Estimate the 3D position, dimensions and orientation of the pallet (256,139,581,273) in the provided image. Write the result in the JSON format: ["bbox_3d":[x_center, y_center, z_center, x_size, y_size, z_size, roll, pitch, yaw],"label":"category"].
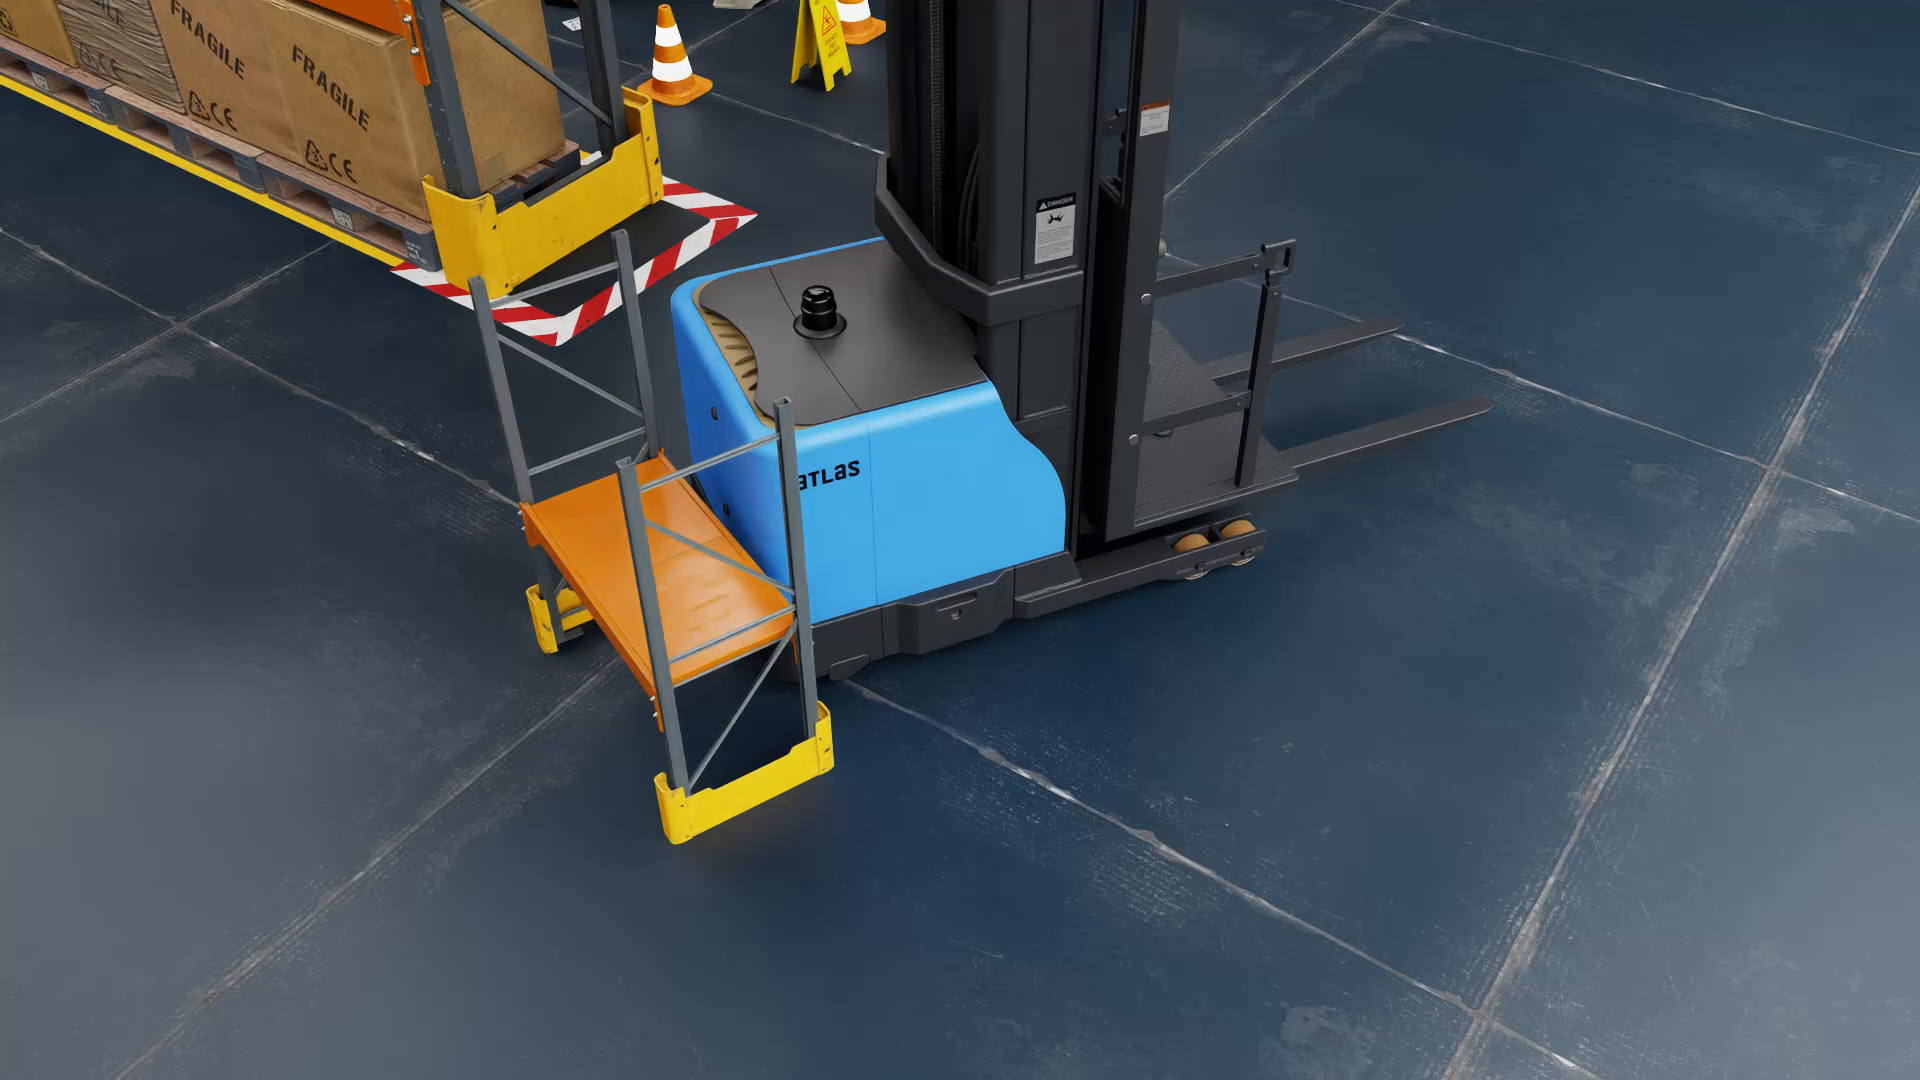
[{"bbox_3d":[-2.617,-1.797,8.100,1.213,0.211,1.003,25,48,25],"label":"pallet"}]

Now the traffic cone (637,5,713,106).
[{"bbox_3d":[-1.537,-2.606,8.815,0.334,0.463,0.336,25,48,25],"label":"traffic cone"}]

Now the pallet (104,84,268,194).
[{"bbox_3d":[-3.611,-2.264,8.622,1.213,0.211,1.003,25,48,25],"label":"pallet"}]

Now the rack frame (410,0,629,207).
[{"bbox_3d":[-1.917,-2.573,6.875,0.127,3.000,1.000,25,48,25],"label":"rack frame"}]

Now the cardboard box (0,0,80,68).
[{"bbox_3d":[-4.717,-3.190,8.844,0.875,0.875,0.875,26,48,26],"label":"cardboard box"}]

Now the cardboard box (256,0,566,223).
[{"bbox_3d":[-2.510,-2.161,7.694,0.875,0.875,0.875,25,48,26],"label":"cardboard box"}]

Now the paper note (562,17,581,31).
[{"bbox_3d":[-2.192,-2.977,9.555,0.144,0.017,0.142,-25,48,-25],"label":"paper note"}]

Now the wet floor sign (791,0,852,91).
[{"bbox_3d":[-0.757,-2.765,8.856,0.232,0.644,0.267,17,45,18],"label":"wet floor sign"}]

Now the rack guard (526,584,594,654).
[{"bbox_3d":[-1.222,0.178,5.863,0.587,0.250,0.087,-24,47,-24],"label":"rack guard"}]

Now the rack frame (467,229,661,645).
[{"bbox_3d":[-1.223,-0.288,5.447,0.500,1.500,0.032,-24,47,-24],"label":"rack frame"}]

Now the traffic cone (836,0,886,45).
[{"bbox_3d":[-0.609,-3.092,9.359,0.334,0.463,0.336,25,48,25],"label":"traffic cone"}]

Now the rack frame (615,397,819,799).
[{"bbox_3d":[-0.660,0.277,4.816,0.500,1.500,0.032,-24,47,-24],"label":"rack frame"}]

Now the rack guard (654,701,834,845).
[{"bbox_3d":[-0.671,0.732,5.245,0.587,0.250,0.087,-24,47,-24],"label":"rack guard"}]

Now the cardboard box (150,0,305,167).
[{"bbox_3d":[-3.232,-2.497,8.069,0.875,0.875,0.875,24,47,25],"label":"cardboard box"}]

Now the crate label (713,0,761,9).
[{"bbox_3d":[-1.289,-3.238,9.766,0.298,0.136,0.250,3,42,4],"label":"crate label"}]

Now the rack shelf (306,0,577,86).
[{"bbox_3d":[-3.555,-3.070,7.971,4.000,0.370,1.077,25,48,25],"label":"rack shelf"}]

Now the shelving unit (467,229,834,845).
[{"bbox_3d":[-0.947,-0.011,5.137,0.587,1.500,1.083,-24,47,-24],"label":"shelving unit"}]

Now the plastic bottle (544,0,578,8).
[{"bbox_3d":[-2.350,-3.196,9.776,0.283,0.061,0.133,10,43,11],"label":"plastic bottle"}]

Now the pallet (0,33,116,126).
[{"bbox_3d":[-4.614,-2.731,9.144,1.213,0.211,1.003,25,48,25],"label":"pallet"}]

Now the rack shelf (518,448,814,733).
[{"bbox_3d":[-0.942,0.128,5.251,0.538,0.185,1.000,-24,47,-24],"label":"rack shelf"}]

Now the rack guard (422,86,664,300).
[{"bbox_3d":[-1.897,-1.632,7.699,0.348,0.500,1.175,25,48,25],"label":"rack guard"}]

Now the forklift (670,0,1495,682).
[{"bbox_3d":[0.573,-1.257,5.456,3.031,2.935,1.130,-16,44,-17],"label":"forklift"}]

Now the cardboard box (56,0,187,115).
[{"bbox_3d":[-3.977,-2.847,8.460,0.875,0.875,0.875,25,48,26],"label":"cardboard box"}]
